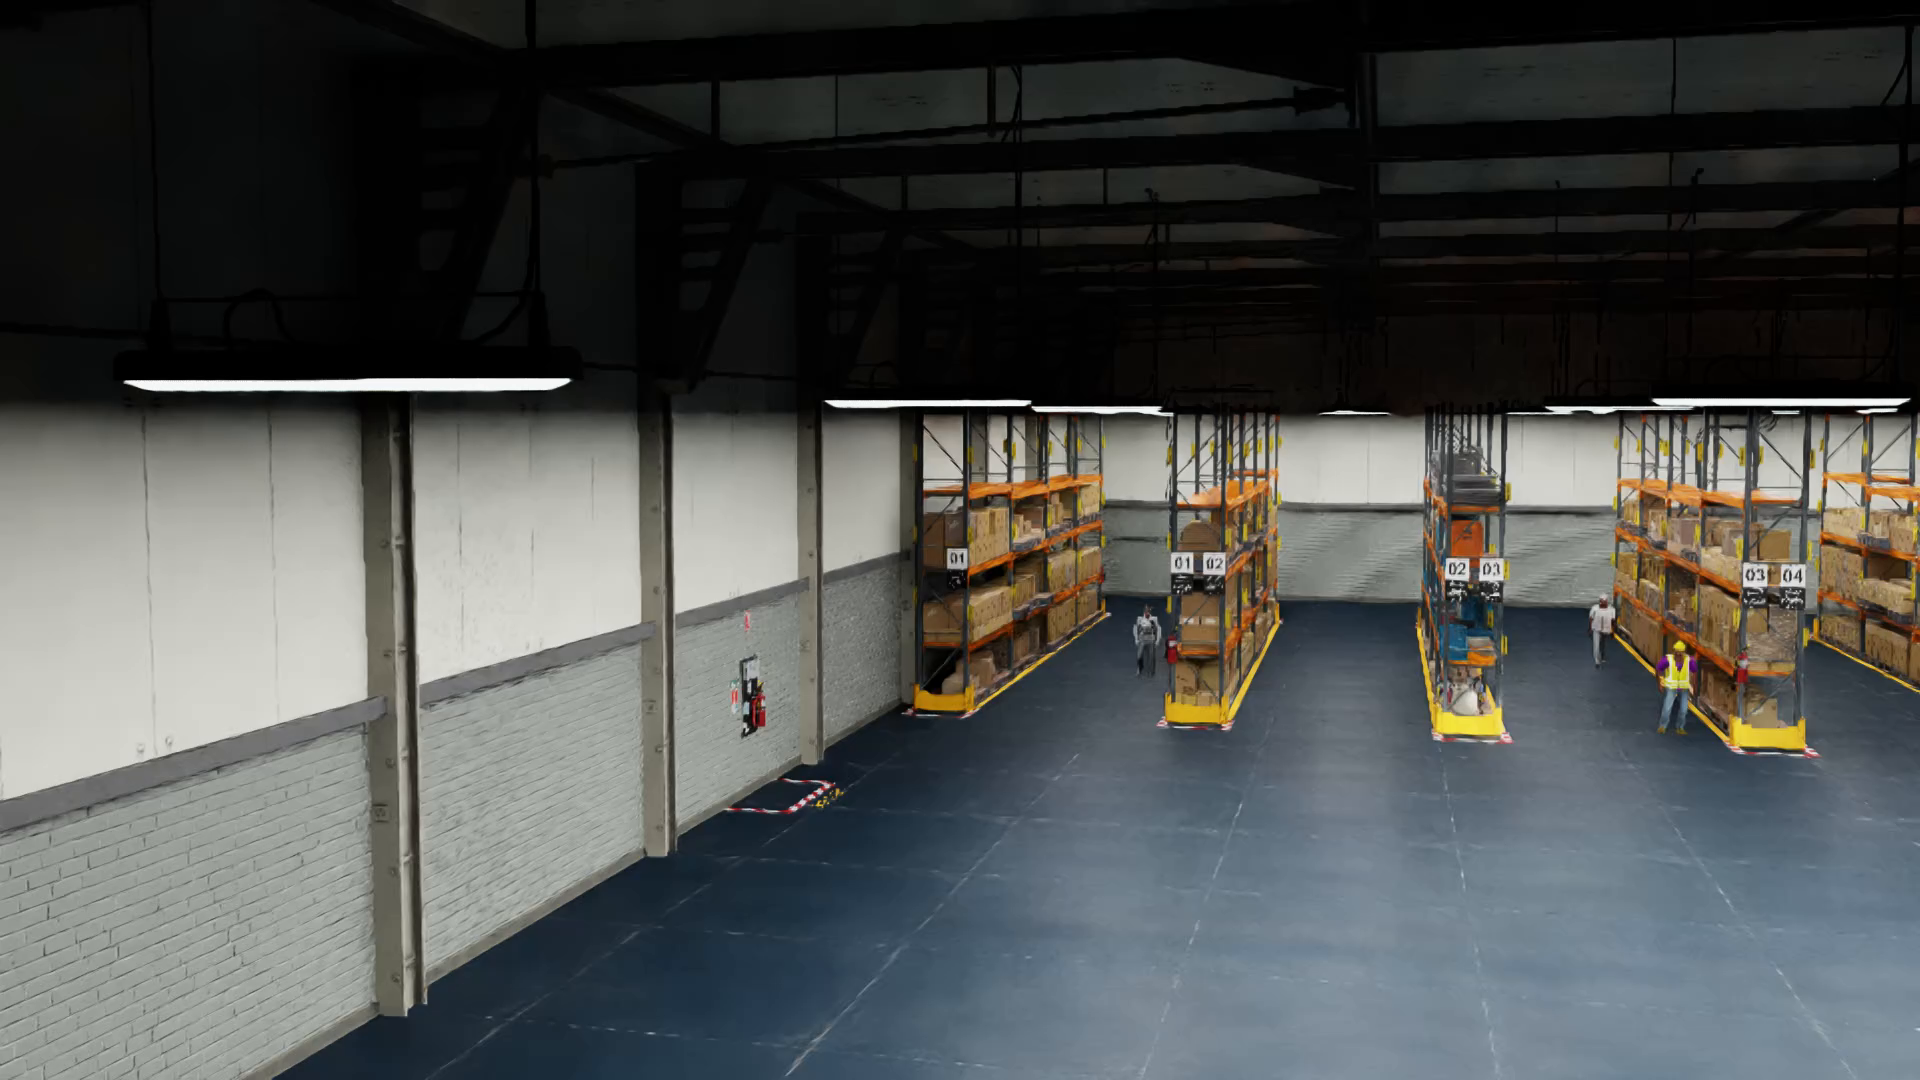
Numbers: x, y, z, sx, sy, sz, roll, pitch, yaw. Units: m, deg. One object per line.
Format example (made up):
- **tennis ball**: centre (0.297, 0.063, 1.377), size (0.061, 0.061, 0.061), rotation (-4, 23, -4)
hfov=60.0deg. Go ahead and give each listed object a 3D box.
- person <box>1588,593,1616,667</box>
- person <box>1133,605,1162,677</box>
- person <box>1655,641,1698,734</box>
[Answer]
- **person**: centre (14.730, 2.049, 38.111), size (0.577, 1.687, 1.115), rotation (1, 4, 12)
- **person**: centre (4.125, 2.210, 36.632), size (0.639, 1.632, 0.512), rotation (1, 4, 12)
- **person**: centre (12.921, 2.660, 29.989), size (0.719, 1.714, 0.578), rotation (1, 4, 14)
